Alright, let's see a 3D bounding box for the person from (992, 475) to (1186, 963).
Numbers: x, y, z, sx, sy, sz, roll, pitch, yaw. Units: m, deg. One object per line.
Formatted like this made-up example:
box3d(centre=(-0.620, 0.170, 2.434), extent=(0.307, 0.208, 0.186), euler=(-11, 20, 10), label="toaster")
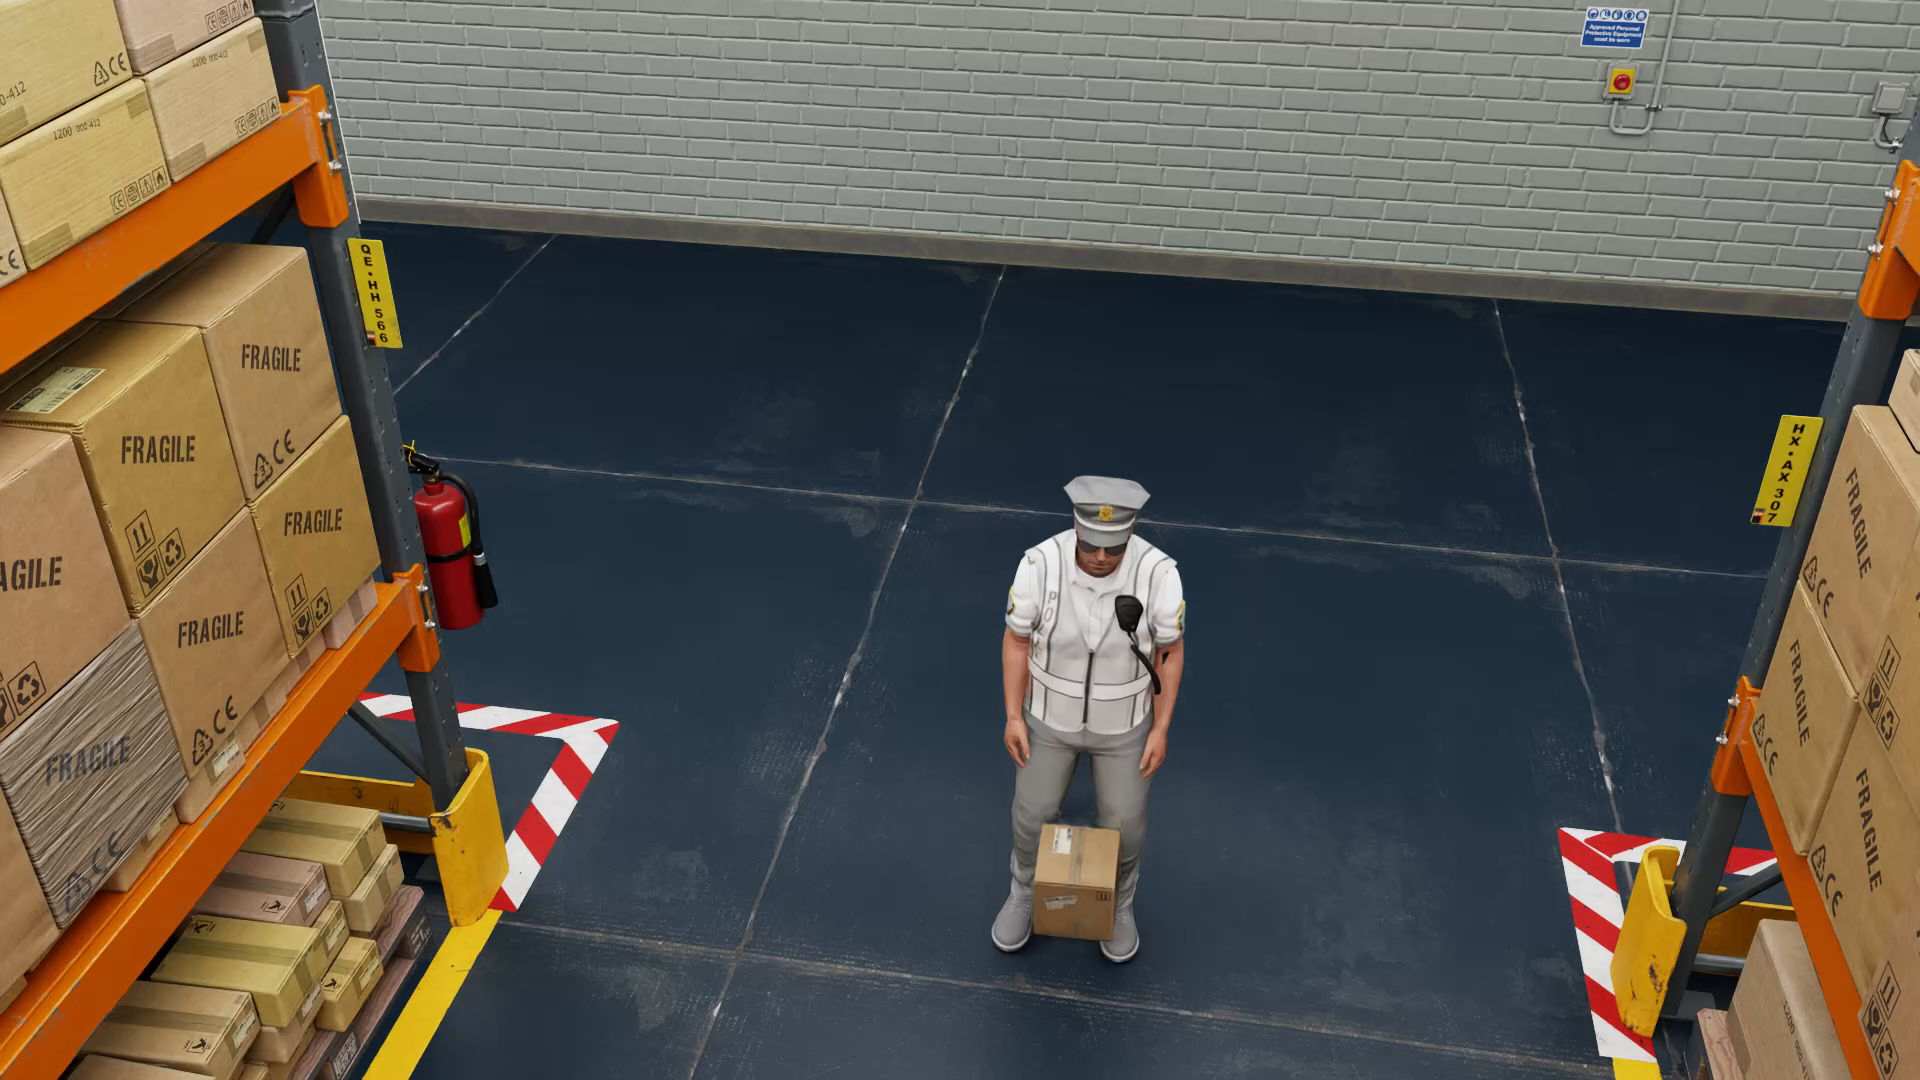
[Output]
box3d(centre=(0.406, 0.549, 5.254), extent=(0.566, 1.752, 0.434), euler=(4, 32, 7), label="person")
